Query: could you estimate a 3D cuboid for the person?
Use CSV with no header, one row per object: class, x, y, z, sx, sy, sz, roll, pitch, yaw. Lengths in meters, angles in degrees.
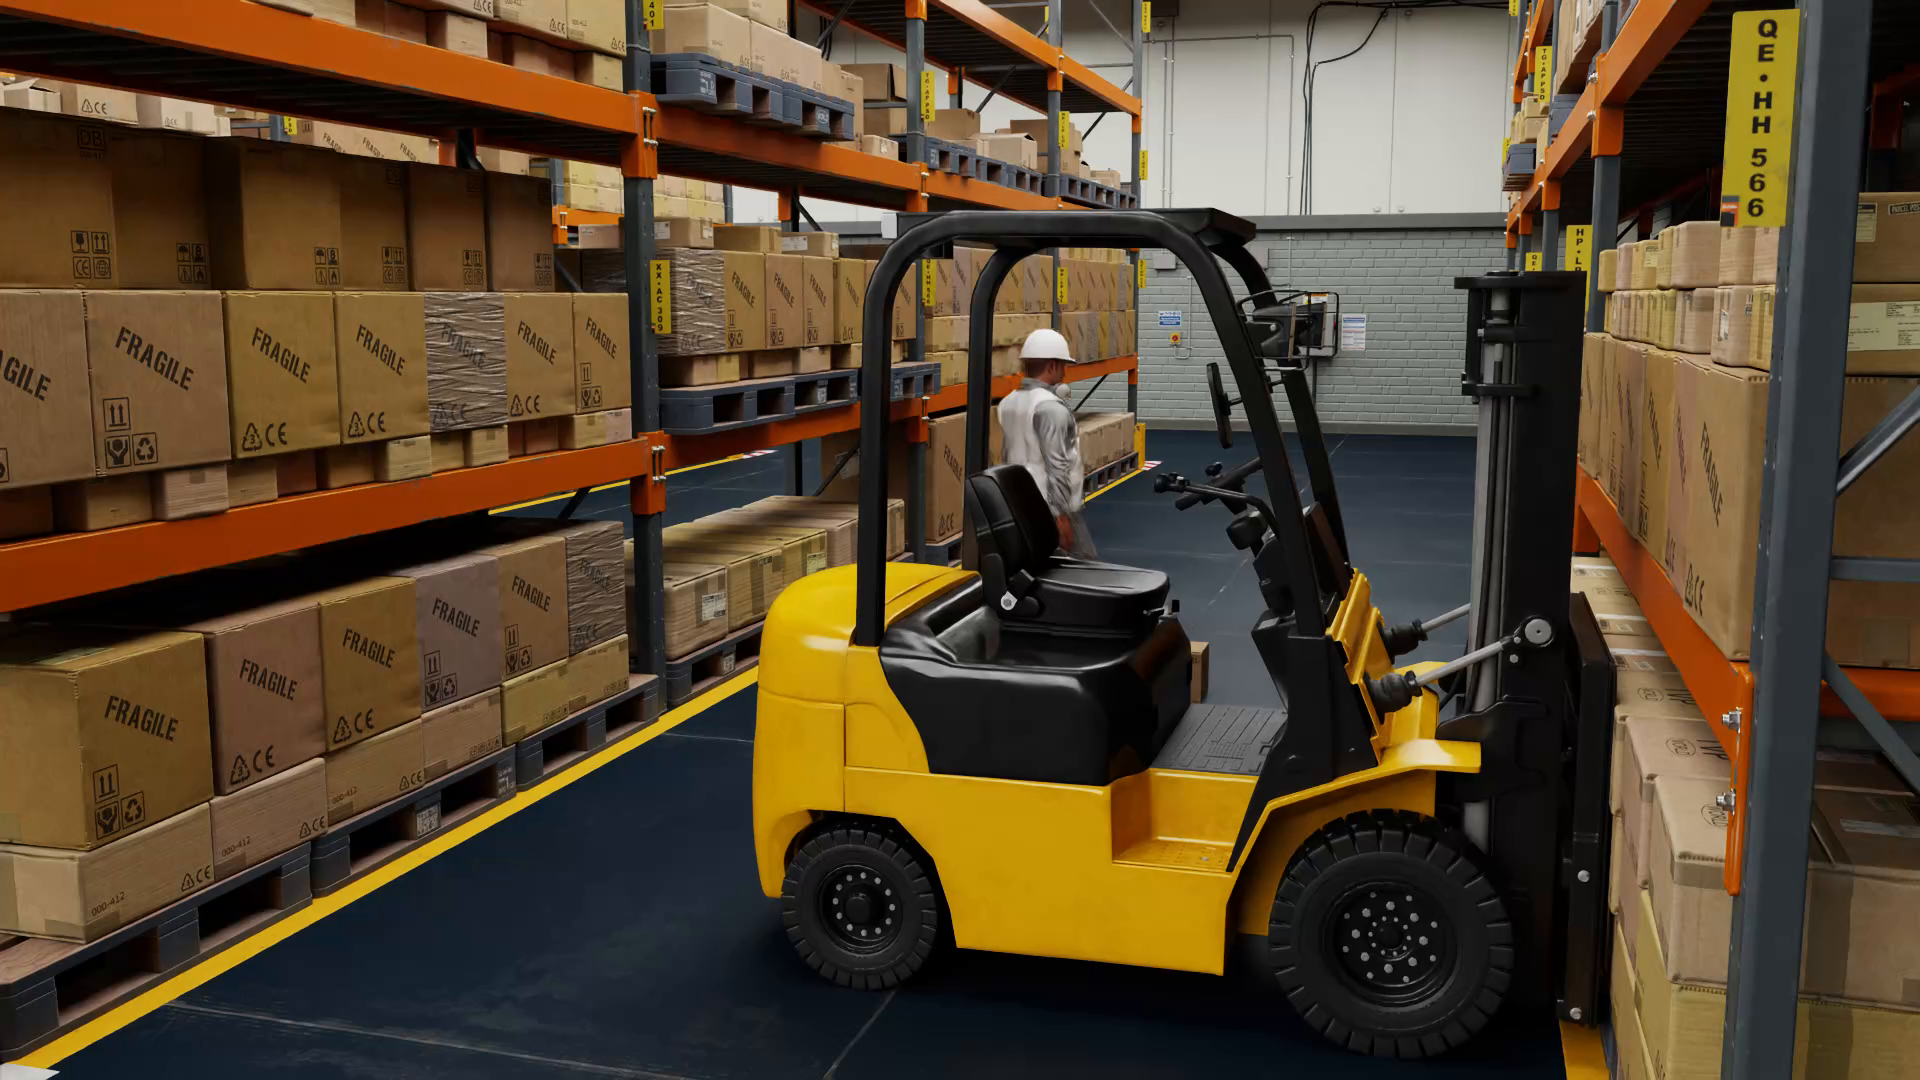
person,0.432,-0.118,8.119,0.454,1.811,0.563,-5,10,-33
